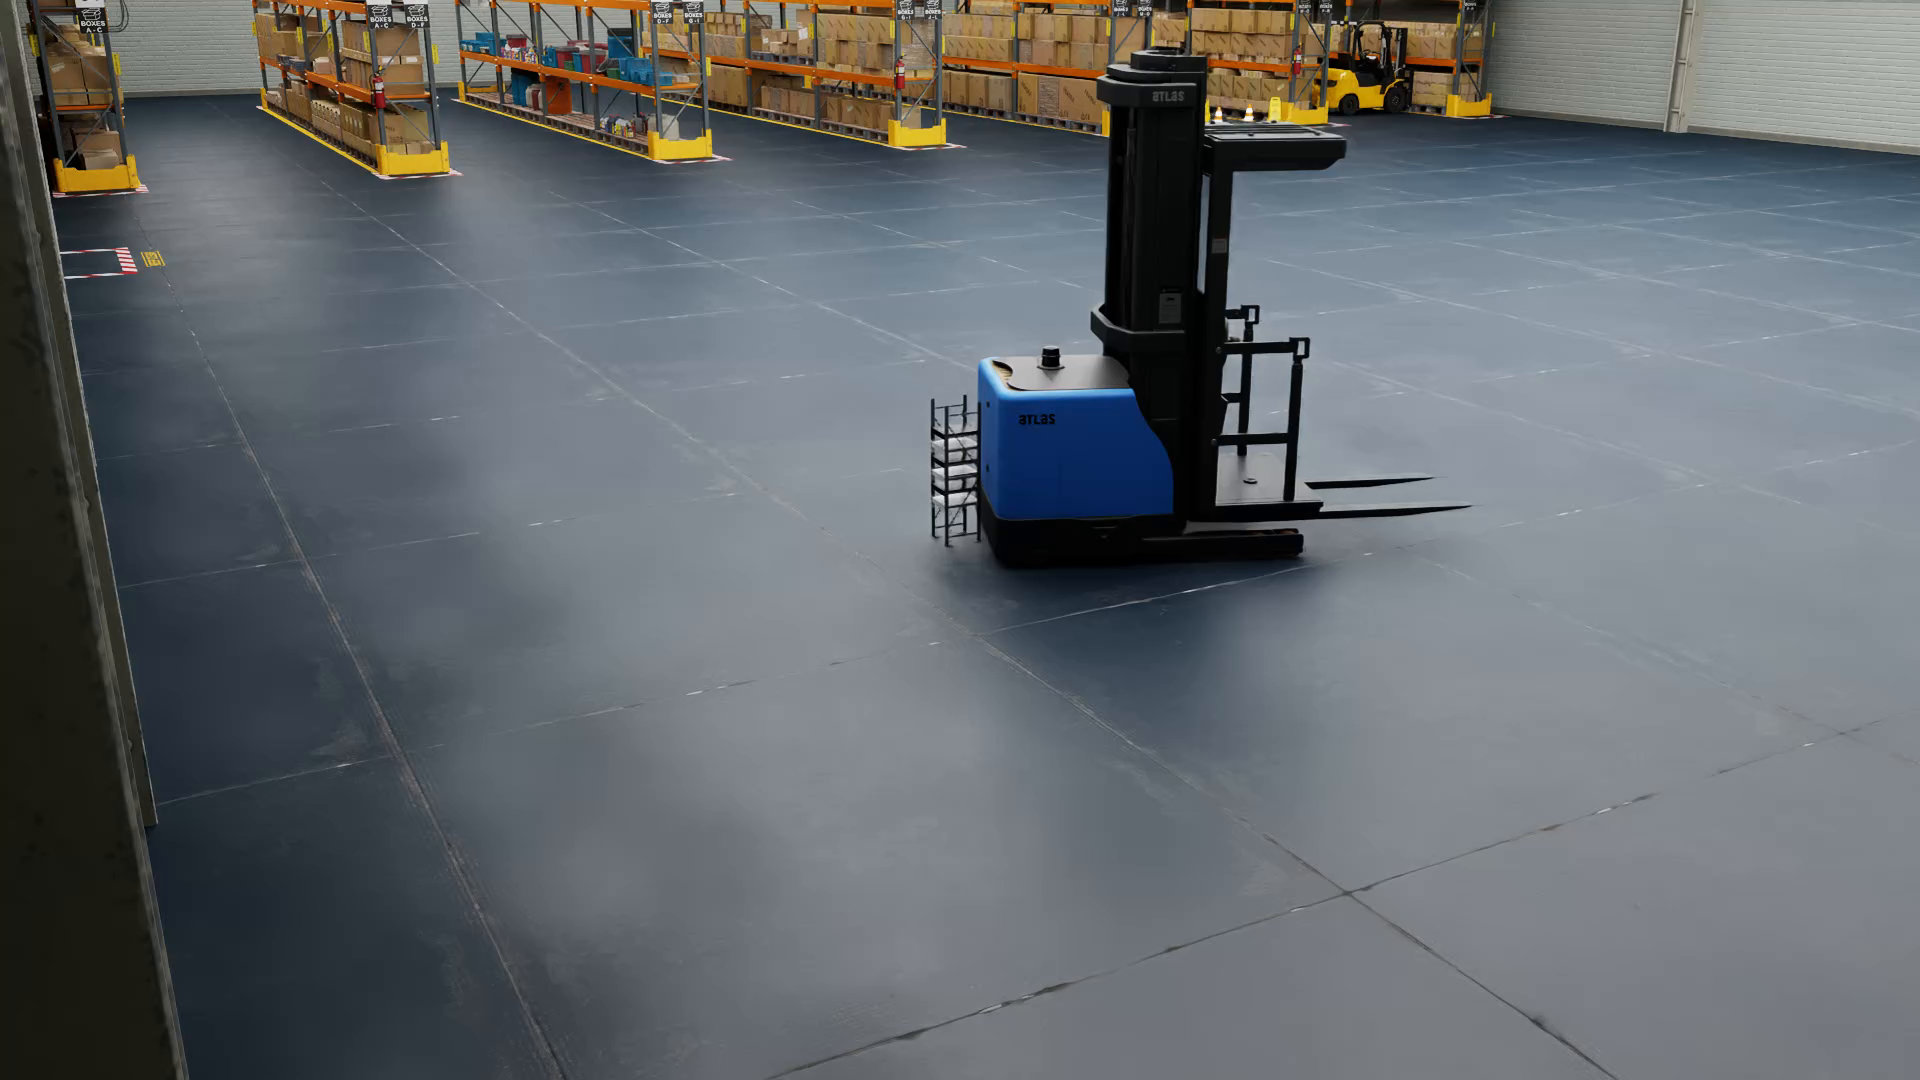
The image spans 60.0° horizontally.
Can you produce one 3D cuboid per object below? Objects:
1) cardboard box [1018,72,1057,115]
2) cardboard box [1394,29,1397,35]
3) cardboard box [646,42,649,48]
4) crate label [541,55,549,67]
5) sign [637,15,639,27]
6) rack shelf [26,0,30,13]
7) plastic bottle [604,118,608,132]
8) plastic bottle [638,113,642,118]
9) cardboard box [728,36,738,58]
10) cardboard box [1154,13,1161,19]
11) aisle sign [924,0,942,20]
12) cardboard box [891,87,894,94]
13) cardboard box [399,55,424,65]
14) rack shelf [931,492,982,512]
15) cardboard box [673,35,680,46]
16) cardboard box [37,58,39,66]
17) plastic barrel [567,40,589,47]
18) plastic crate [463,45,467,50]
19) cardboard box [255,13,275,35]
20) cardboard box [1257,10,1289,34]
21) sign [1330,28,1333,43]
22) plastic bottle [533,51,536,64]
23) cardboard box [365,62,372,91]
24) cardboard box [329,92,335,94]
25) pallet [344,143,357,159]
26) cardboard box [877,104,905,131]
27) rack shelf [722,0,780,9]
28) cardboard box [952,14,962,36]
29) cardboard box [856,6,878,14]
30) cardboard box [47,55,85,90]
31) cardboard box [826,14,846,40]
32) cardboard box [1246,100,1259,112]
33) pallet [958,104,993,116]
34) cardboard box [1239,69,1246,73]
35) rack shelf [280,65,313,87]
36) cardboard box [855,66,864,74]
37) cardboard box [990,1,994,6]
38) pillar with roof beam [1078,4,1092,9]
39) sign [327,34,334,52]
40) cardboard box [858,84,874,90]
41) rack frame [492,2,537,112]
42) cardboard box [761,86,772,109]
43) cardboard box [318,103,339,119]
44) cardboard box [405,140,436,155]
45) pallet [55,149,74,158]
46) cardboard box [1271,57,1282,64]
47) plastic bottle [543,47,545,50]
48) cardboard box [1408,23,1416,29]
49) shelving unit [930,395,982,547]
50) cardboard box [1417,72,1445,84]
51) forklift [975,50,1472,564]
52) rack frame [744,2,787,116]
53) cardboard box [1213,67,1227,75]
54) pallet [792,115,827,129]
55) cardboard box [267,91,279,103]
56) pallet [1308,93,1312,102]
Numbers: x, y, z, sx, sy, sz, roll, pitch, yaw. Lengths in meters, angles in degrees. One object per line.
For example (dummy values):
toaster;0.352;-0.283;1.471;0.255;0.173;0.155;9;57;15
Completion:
cardboard box;1.925;-10.272;38.230;0.875;0.875;0.875;-10;21;-26
cardboard box;10.999;-12.610;41.243;0.380;0.149;0.250;-10;22;-28
cardboard box;-8.422;-13.630;45.732;0.380;0.149;0.250;-10;22;-27
crate label;-9.114;-10.653;36.977;0.303;0.233;0.416;-10;21;-27
sign;-8.915;-14.338;45.949;0.100;0.325;0.005;-10;21;-27
rack shelf;-18.652;-11.029;34.313;1.077;0.370;4.000;-10;21;-27
plastic bottle;-7.141;-8.436;33.795;0.152;0.276;0.135;-9;21;-25
plastic bottle;-6.525;-8.579;34.095;0.144;0.351;0.185;-11;22;-28
cardboard box;-5.309;-11.973;40.392;0.500;0.500;0.500;-10;22;-27
cardboard box;5.089;-13.127;41.641;0.380;0.149;0.250;-11;22;-29
aisle sign;-0.532;-10.640;32.695;0.394;0.787;0.004;-10;21;-27
cardboard box;-1.480;-12.030;43.898;0.500;0.500;0.500;-10;21;-26
cardboard box;-9.543;-8.349;28.894;0.380;0.149;0.250;-10;21;-27
rack shelf;-0.025;-0.226;10.373;0.258;0.077;0.200;-9;21;-24
cardboard box;-7.213;-13.131;43.674;0.500;0.250;0.500;-9;21;-25
cardboard box;-18.879;-10.109;34.501;0.500;0.500;0.500;-9;21;-25
plastic barrel;-8.497;-10.890;37.196;0.600;0.536;0.708;-10;21;-27
plastic crate;-12.876;-12.885;43.500;0.250;0.136;0.298;-10;21;-27
cardboard box;-17.165;-12.794;41.236;0.500;0.500;0.500;-9;21;-25
cardboard box;7.227;-11.837;38.008;0.700;0.500;0.500;-10;21;-26
sign;8.373;-11.410;37.587;0.100;0.325;0.005;-10;21;-27
plastic bottle;-9.661;-10.973;37.824;0.061;0.283;0.133;-10;21;-27
cardboard box;-10.241;-8.326;29.821;0.700;0.500;0.500;-10;21;-26
cardboard box;-14.049;-9.790;37.375;0.500;0.500;0.500;-11;22;-28
pallet;-11.105;-7.444;31.695;1.003;0.211;1.213;-10;21;-27
cardboard box;-1.422;-8.747;34.384;0.500;0.500;0.500;-4;20;-12
rack shelf;-5.575;-13.331;40.984;1.077;0.370;4.000;-10;21;-27
cardboard box;0.234;-12.663;40.857;0.700;0.500;0.500;-10;22;-27
cardboard box;-2.572;-14.320;45.204;0.500;0.500;0.500;-11;22;-29
cardboard box;-14.315;-7.476;26.561;0.500;0.500;0.500;-10;22;-27
cardboard box;-2.497;-10.879;35.232;0.500;0.500;0.500;-10;21;-27
cardboard box;7.036;-10.156;38.851;0.500;0.250;0.500;-10;21;-26
pallet;0.672;-10.512;40.586;1.003;0.211;1.213;-10;21;-27
cardboard box;8.073;-13.089;46.966;0.500;0.500;0.500;-9;21;-25
rack shelf;-14.294;-10.379;37.029;1.077;0.370;4.000;-10;21;-27
cardboard box;-1.948;-9.728;34.422;0.380;0.149;0.250;-10;21;-27
cardboard box;1.089;-15.673;48.586;0.380;0.149;0.250;-10;21;-27
pillar with roof beam;0.389;-19.363;52.763;9.100;9.000;0.400;-10;21;-27
sign;-11.918;-9.420;31.493;0.100;0.325;0.005;-10;21;-27
cardboard box;-2.597;-12.477;45.732;0.380;0.149;0.250;-10;21;-26
rack frame;-10.883;-12.060;40.796;1.000;3.000;0.127;-10;21;-27
cardboard box;-4.289;-10.516;39.479;0.700;0.500;0.500;-11;22;-30
cardboard box;-12.857;-8.817;34.110;0.500;0.311;0.500;-11;22;-28
cardboard box;-9.605;-6.936;29.519;0.500;0.250;0.500;-10;21;-27
pallet;-16.174;-7.134;30.795;1.003;0.211;1.213;-10;21;-27
cardboard box;7.312;-10.928;37.902;0.380;0.149;0.250;-10;22;-27
plastic bottle;-9.935;-11.650;39.798;0.152;0.276;0.135;-10;21;-27
cardboard box;11.212;-12.603;40.766;0.380;0.149;0.250;-10;21;-26
shelving unit;-0.025;-0.427;10.304;0.258;0.900;0.210;-9;21;-24
cardboard box;11.521;-11.288;40.598;0.500;0.250;0.500;-10;21;-26
forklift;1.657;-1.435;10.110;3.031;2.935;1.130;-2;19;-7
rack frame;-4.625;-11.679;39.692;1.000;3.000;0.127;-10;21;-27
cardboard box;6.291;-11.222;39.795;0.380;0.149;0.250;-9;21;-25
pallet;-3.096;-9.436;37.466;1.003;0.211;1.213;-10;21;-27
cardboard box;-16.898;-11.007;41.285;0.500;0.250;0.500;-10;21;-27
pallet;9.978;-11.723;44.094;1.003;0.211;1.213;-10;21;-27
